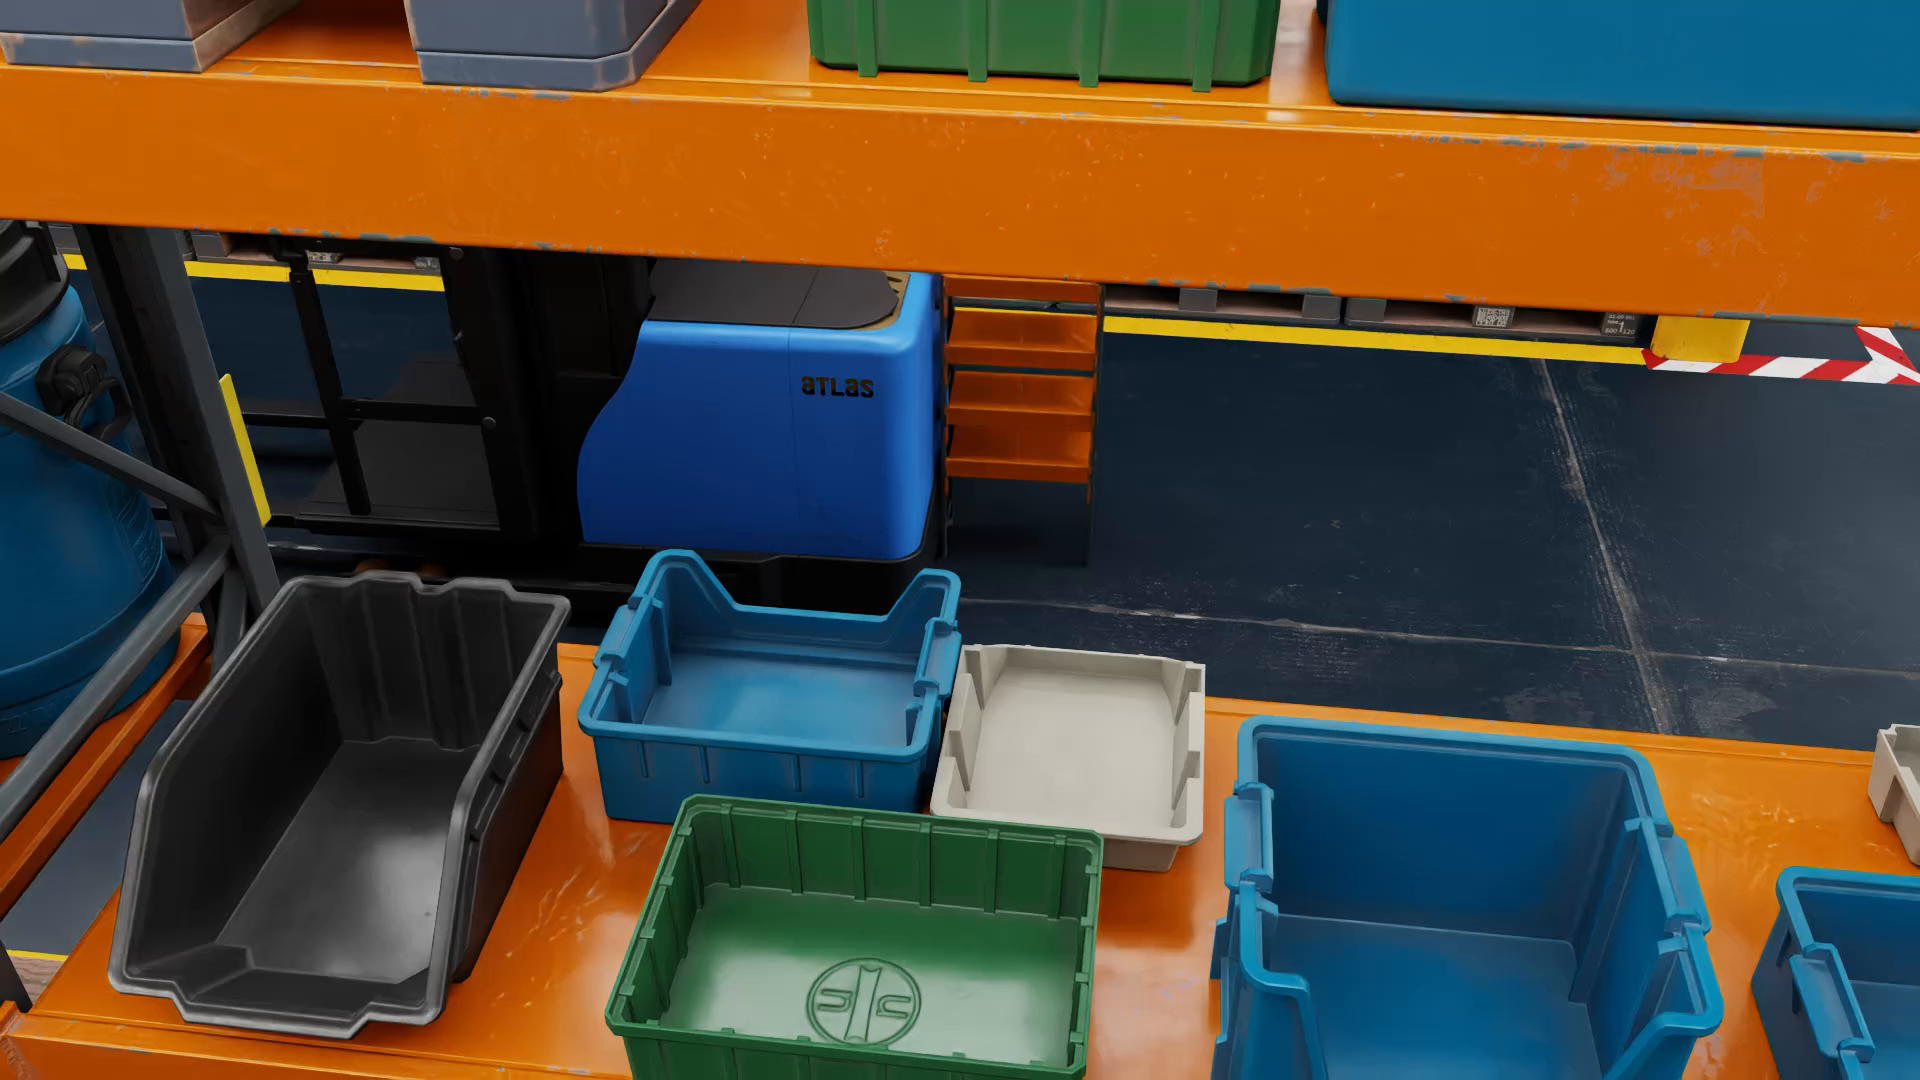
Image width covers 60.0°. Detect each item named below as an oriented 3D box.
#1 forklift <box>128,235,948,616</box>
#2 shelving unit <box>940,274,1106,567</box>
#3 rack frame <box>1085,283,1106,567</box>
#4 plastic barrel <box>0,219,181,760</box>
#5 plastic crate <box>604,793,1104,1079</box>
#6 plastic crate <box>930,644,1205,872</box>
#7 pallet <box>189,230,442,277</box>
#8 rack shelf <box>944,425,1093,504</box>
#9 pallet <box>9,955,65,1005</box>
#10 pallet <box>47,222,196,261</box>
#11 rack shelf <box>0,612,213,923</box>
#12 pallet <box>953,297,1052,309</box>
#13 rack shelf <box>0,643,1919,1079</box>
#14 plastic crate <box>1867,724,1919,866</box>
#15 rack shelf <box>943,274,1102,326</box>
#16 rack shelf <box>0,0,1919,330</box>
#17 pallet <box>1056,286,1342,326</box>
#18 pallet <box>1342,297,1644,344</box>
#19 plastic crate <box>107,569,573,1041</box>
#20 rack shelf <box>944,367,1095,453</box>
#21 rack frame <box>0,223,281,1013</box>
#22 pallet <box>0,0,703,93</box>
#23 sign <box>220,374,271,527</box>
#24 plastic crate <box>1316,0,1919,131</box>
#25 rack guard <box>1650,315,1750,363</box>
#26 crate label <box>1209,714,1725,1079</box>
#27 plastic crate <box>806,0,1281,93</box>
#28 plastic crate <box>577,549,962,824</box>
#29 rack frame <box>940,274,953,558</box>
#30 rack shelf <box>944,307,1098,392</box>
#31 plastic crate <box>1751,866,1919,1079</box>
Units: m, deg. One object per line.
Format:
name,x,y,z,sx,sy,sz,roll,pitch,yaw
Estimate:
forklift,-1.577,-1.256,4.986,3.031,2.935,1.130,3,36,5
shelving unit,0.200,-0.482,5.392,0.503,1.200,0.258,3,36,5
rack frame,0.443,-0.467,5.372,0.015,1.200,0.240,3,36,5
plastic barrel,-1.789,-0.127,2.914,0.708,0.901,0.600,4,36,6
plastic crate,-0.134,0.629,2.468,0.662,0.188,0.450,4,36,6
plastic crate,0.199,0.362,2.888,0.437,0.136,0.530,4,36,6
pallet,-2.799,-1.584,7.788,1.213,0.211,1.003,4,36,6
rack shelf,0.200,-0.265,5.546,0.480,0.148,0.258,3,36,5
pallet,-2.228,1.379,3.636,1.213,0.211,1.003,4,36,6
pallet,-4.006,-1.676,7.917,1.213,0.211,1.003,4,36,6
rack shelf,-3.428,0.425,3.192,4.000,0.370,1.077,4,36,6
pallet,-0.143,-1.409,7.543,1.213,0.211,1.003,4,36,6
rack shelf,0.539,0.721,2.777,4.000,0.370,1.077,4,36,6
plastic crate,1.677,0.432,2.790,0.250,0.136,0.298,4,36,6
rack shelf,0.200,-0.801,5.164,0.480,0.148,0.258,3,36,5
rack shelf,0.539,-0.500,1.906,4.000,0.370,1.077,4,36,6
pallet,1.071,-1.321,7.419,1.213,0.211,1.003,4,36,6
pallet,2.277,-1.229,7.290,1.213,0.211,1.003,4,36,6
plastic crate,-0.941,0.417,2.637,0.504,0.338,0.767,4,36,6
rack shelf,0.200,-0.427,5.431,0.480,0.148,0.258,3,36,5
rack frame,-1.444,0.280,2.775,0.127,3.000,1.000,4,36,6
pallet,-0.716,-0.867,1.963,1.003,0.211,1.213,4,36,6
sign,-1.363,-0.149,3.138,0.005,0.325,0.100,4,36,6
plastic crate,0.593,-0.606,1.449,0.575,0.384,0.392,4,36,6
rack guard,3.079,-1.266,7.093,0.348,0.500,1.175,4,36,6
crate label,0.663,0.581,2.323,0.616,0.435,0.502,4,36,6
plastic crate,0.086,-0.581,1.582,0.450,0.188,0.336,4,36,6
plastic crate,-0.312,0.266,2.923,0.616,0.251,0.499,4,36,6
rack frame,-0.043,-0.496,5.412,0.015,1.200,0.240,3,36,5
rack shelf,0.200,-0.609,5.301,0.480,0.148,0.258,3,36,5
plastic crate,1.345,0.721,2.286,0.408,0.251,0.499,4,36,6
